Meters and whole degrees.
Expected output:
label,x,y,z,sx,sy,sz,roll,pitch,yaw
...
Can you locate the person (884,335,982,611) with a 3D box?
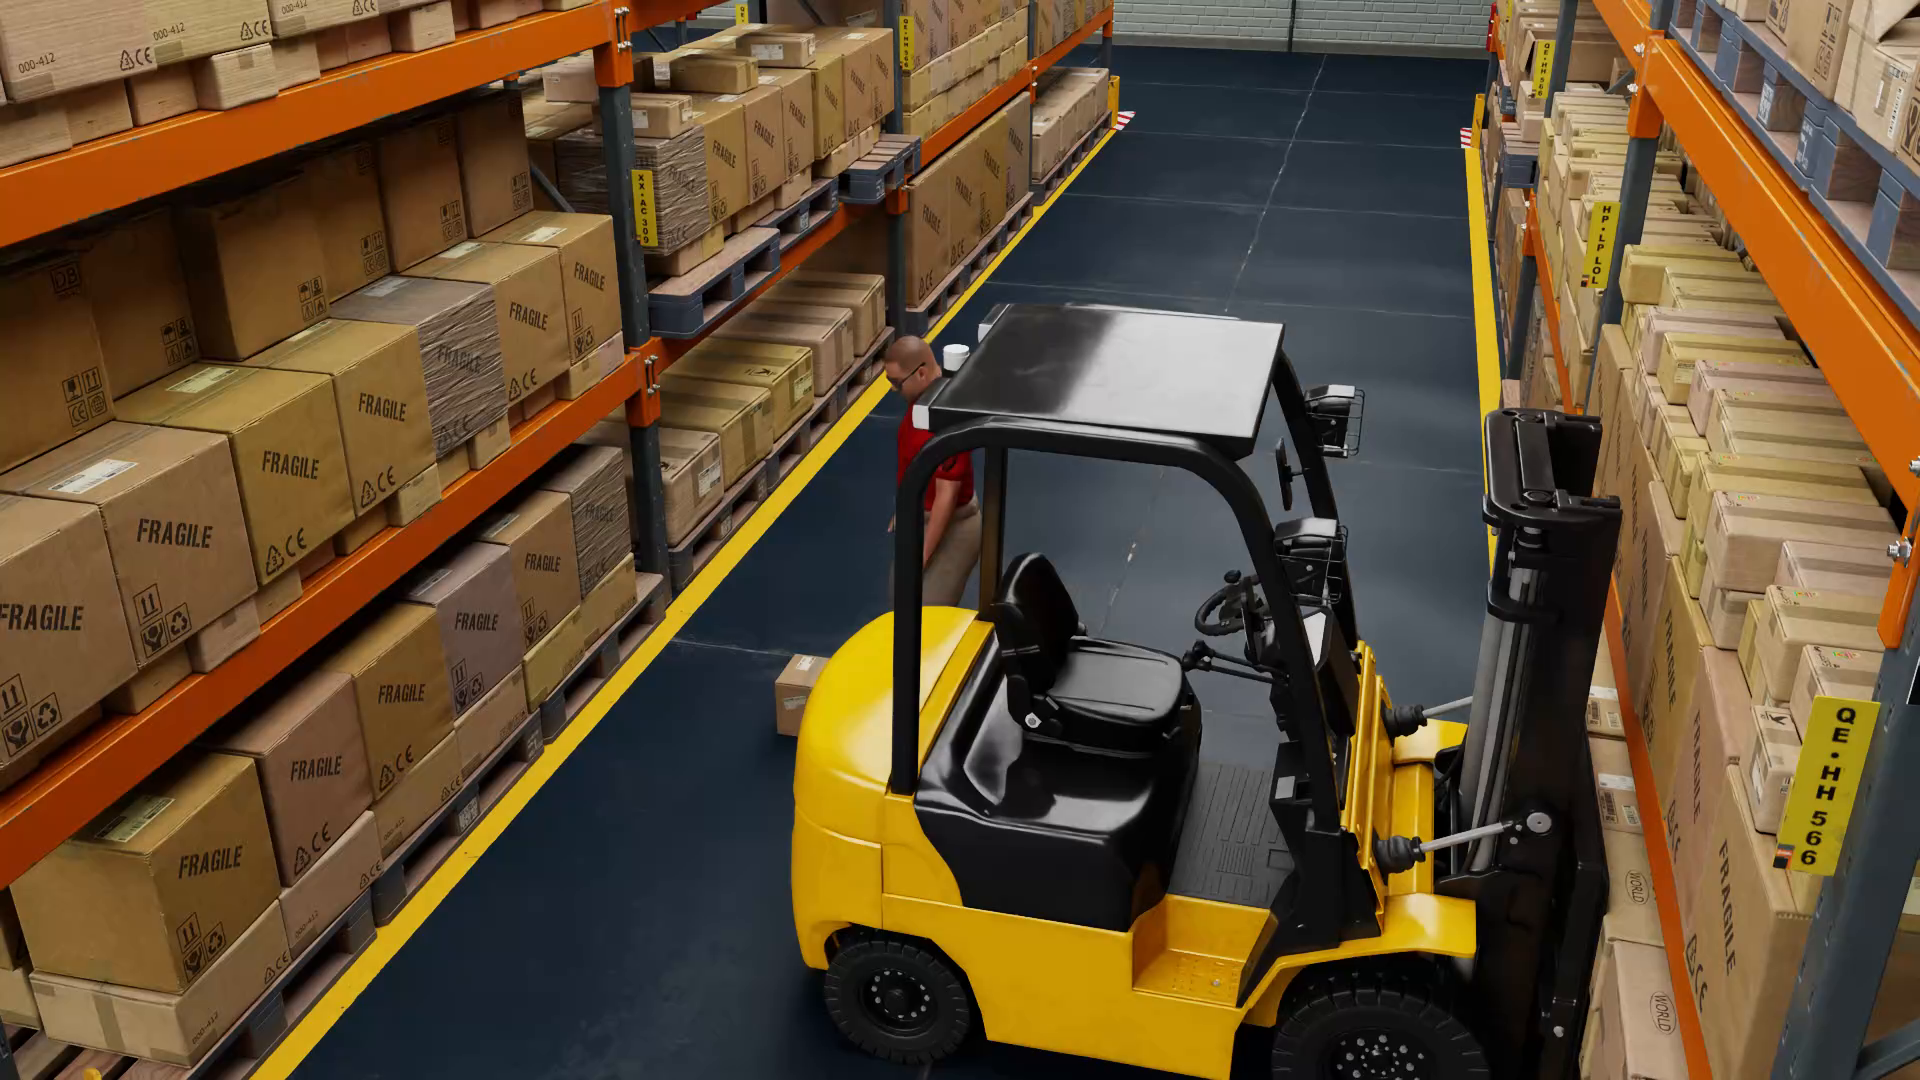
label,x,y,z,sx,sy,sz,roll,pitch,yaw
person,-0.104,-0.025,6.745,0.410,1.687,0.553,-5,26,-11
